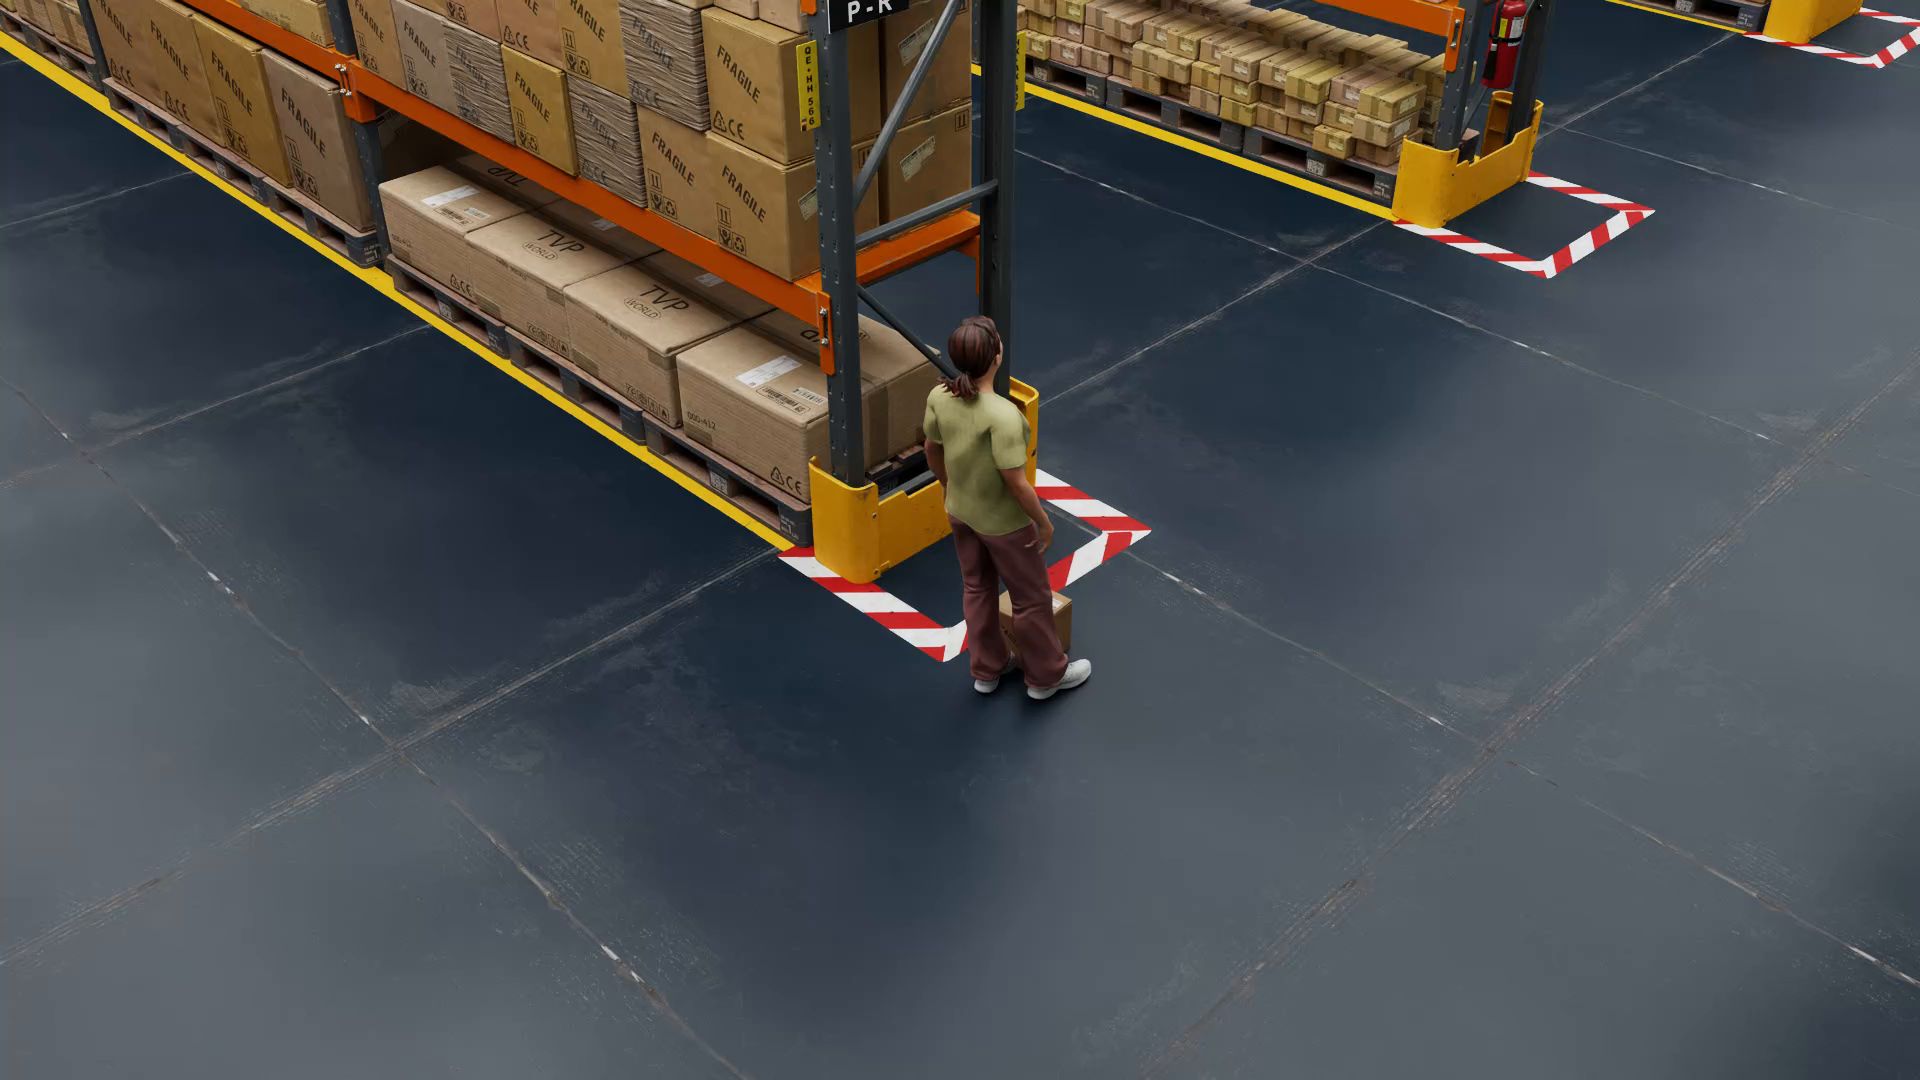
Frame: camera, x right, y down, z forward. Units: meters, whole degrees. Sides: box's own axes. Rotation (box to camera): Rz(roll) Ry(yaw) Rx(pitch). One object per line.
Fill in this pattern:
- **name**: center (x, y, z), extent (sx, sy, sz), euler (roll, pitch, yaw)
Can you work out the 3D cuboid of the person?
- **person**: center (0.169, -0.123, 6.303), extent (0.553, 1.673, 0.547), euler (28, 44, 33)
